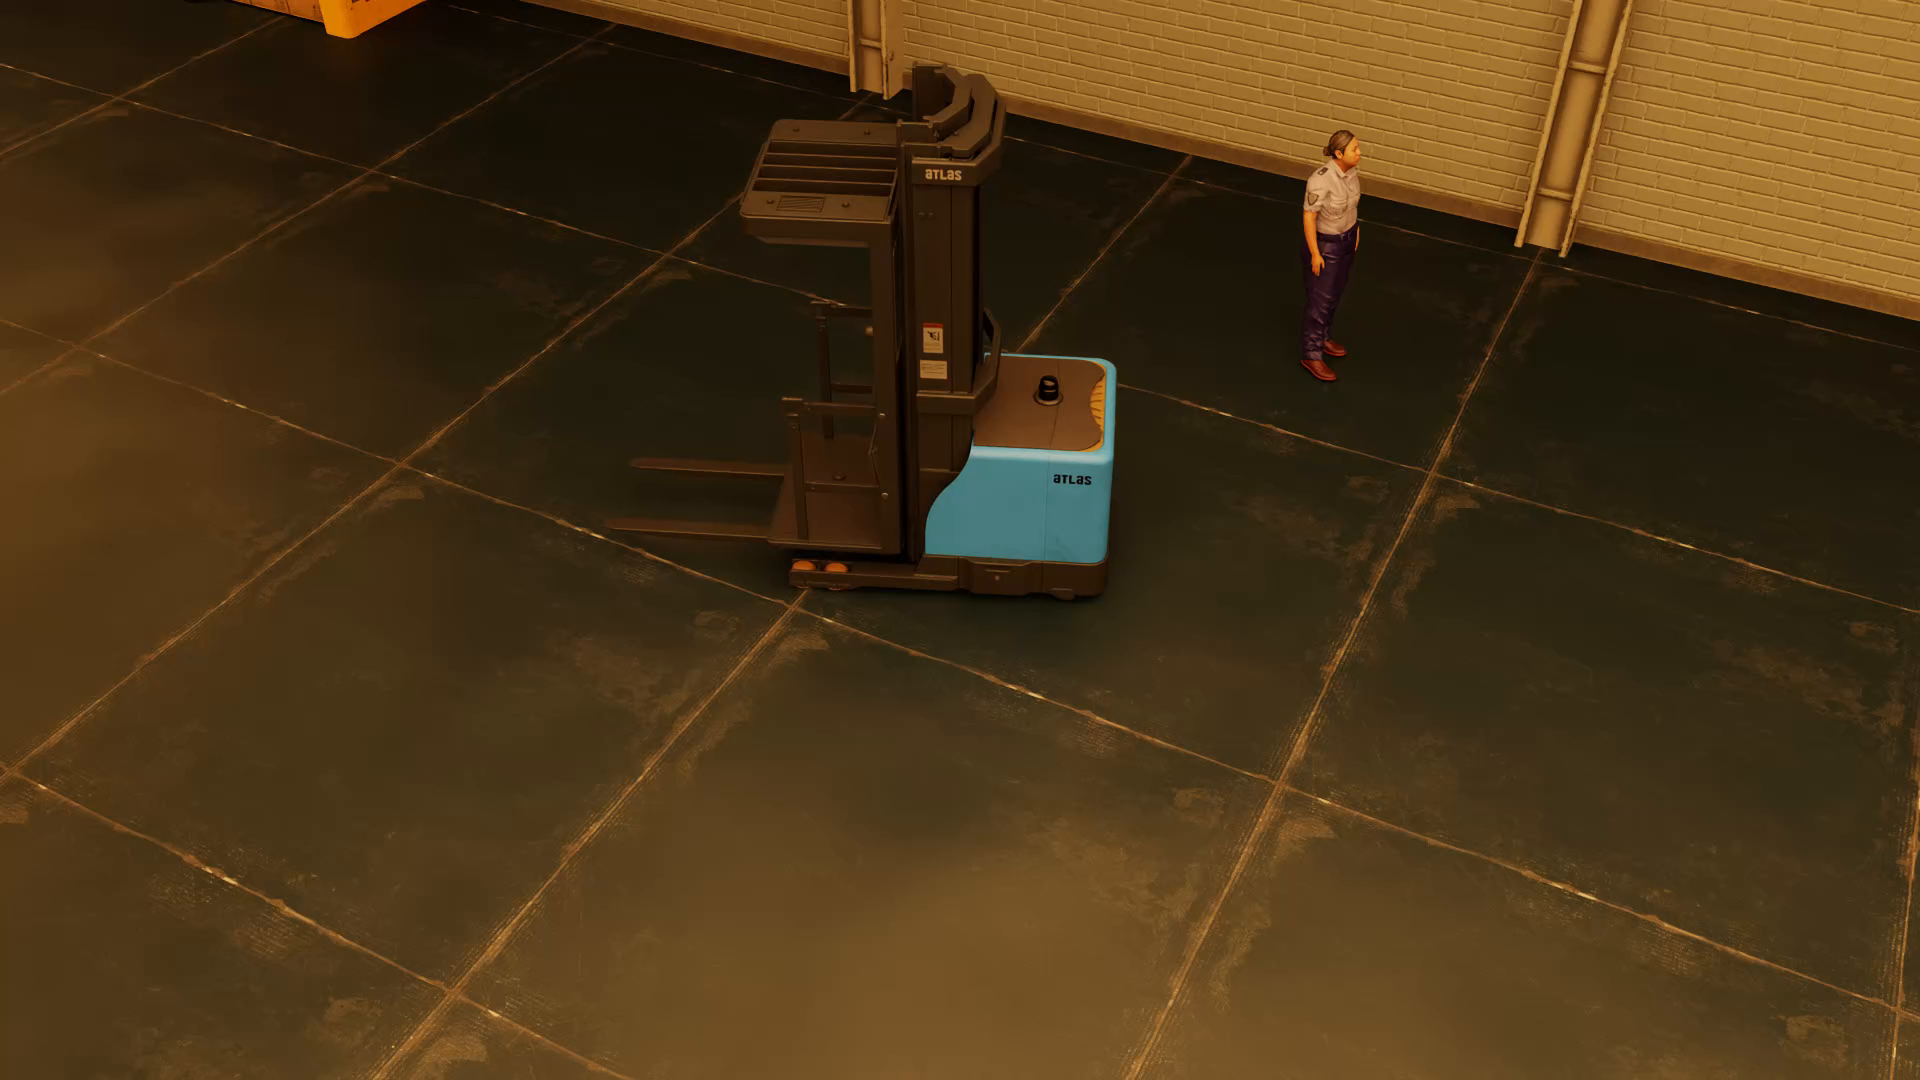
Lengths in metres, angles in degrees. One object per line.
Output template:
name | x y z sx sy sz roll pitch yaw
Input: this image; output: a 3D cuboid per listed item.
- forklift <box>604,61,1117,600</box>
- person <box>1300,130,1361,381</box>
forklift | -0.606 -1.157 9.360 3.031 2.935 1.130 3 40 4
person | 2.581 -1.957 11.294 0.504 1.651 0.596 30 49 31
